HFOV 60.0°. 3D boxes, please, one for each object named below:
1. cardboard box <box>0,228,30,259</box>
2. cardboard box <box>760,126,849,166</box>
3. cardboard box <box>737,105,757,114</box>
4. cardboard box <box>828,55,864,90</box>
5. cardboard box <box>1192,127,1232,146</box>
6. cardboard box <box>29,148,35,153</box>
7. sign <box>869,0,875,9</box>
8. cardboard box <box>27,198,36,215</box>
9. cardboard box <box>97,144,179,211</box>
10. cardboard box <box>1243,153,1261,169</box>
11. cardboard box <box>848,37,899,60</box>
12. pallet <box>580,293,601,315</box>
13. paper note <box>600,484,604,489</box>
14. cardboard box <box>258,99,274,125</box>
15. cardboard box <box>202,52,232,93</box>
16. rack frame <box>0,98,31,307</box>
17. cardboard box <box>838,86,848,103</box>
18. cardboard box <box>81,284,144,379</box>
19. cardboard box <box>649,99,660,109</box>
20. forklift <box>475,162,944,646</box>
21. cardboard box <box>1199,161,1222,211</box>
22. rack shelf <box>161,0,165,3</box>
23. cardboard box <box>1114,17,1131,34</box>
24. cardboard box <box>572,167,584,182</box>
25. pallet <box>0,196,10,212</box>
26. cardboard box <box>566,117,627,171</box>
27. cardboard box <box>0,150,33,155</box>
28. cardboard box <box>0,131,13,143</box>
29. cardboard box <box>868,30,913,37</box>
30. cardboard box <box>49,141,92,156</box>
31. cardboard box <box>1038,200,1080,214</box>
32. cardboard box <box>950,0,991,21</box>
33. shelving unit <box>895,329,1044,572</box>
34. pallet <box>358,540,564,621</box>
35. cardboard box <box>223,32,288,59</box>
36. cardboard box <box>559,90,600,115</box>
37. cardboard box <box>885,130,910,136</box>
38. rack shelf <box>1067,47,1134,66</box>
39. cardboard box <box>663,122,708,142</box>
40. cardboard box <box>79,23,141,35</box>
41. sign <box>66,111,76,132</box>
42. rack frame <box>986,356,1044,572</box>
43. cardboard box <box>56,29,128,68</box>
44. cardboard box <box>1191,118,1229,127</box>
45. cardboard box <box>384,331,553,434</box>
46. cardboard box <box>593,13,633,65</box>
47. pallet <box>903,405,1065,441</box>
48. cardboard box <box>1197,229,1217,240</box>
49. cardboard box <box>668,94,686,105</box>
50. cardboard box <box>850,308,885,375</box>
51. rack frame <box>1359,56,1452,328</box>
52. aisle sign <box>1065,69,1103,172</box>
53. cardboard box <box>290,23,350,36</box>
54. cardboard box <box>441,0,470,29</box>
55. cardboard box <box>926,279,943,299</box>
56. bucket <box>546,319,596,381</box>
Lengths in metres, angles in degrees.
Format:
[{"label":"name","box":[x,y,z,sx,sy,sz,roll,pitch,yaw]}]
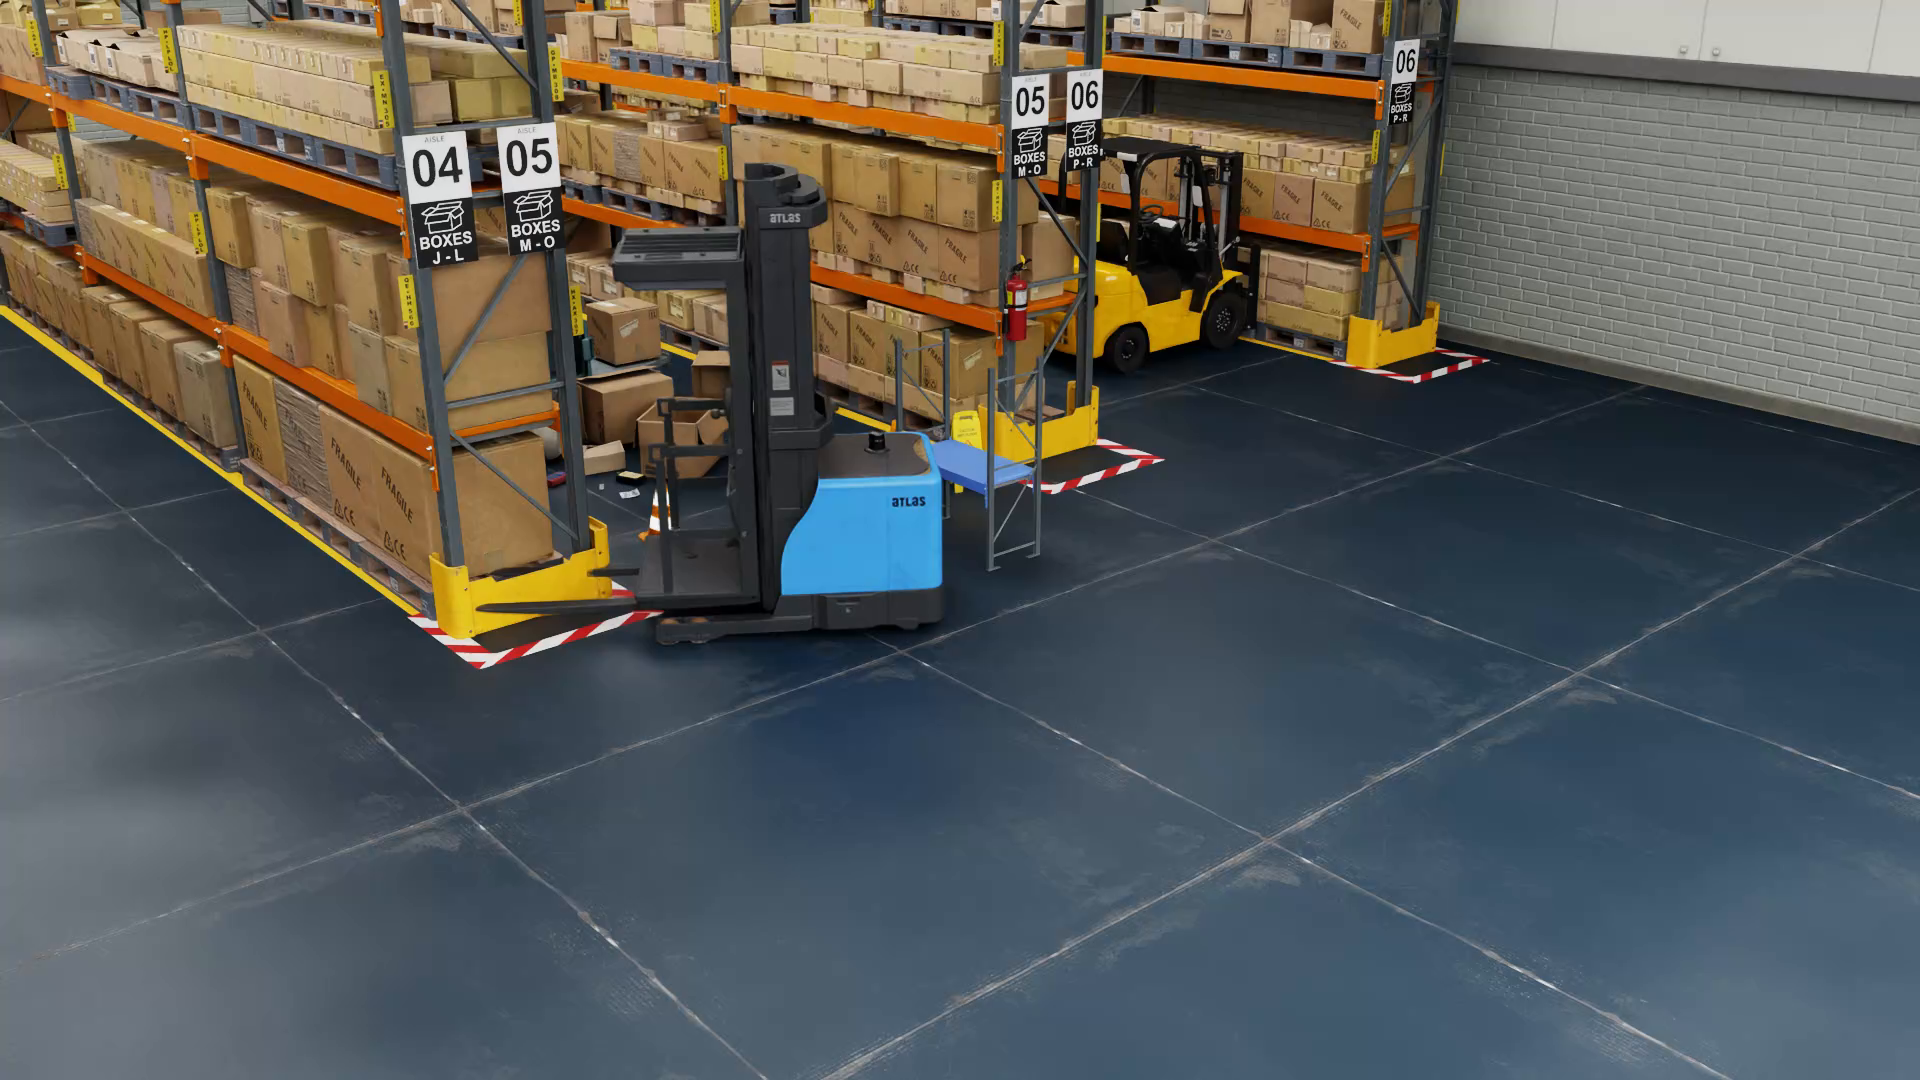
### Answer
[{"label":"cardboard box","box":[-10.503,-3.362,18.778,0.500,0.250,0.500,-19,28,-40]},{"label":"cardboard box","box":[-1.439,-3.575,15.583,0.700,0.500,0.500,-17,27,-37]},{"label":"cardboard box","box":[-2.859,-6.549,24.379,0.700,0.500,0.500,-17,27,-37]},{"label":"cardboard box","box":[-0.807,-4.102,14.529,0.500,0.250,0.500,-17,27,-37]},{"label":"cardboard box","box":[2.763,-4.418,18.217,0.380,0.149,0.250,-18,27,-38]},{"label":"cardboard box","box":[-10.376,-4.402,18.972,0.380,0.149,0.250,-16,27,-36]},{"label":"sign","box":[-1.144,-7.041,21.525,0.100,0.325,0.005,-17,27,-37]},{"label":"cardboard box","box":[-9.173,-3.388,16.791,0.380,0.149,0.250,-17,27,-37]},{"label":"cardboard box","box":[-7.557,-3.389,15.516,0.700,0.500,0.500,-18,28,-38]},{"label":"cardboard box","box":[3.195,-4.048,17.680,0.380,0.149,0.250,-17,27,-37]},{"label":"cardboard box","box":[-0.739,-4.229,14.306,0.380,0.149,0.250,-17,27,-36]},{"label":"pallet","box":[-3.981,-2.835,19.432,1.003,0.211,1.213,-17,27,-37]},{"label":"paper note","box":[-2.927,-0.435,13.581,0.032,0.001,0.123,-4,22,-10]},{"label":"cardboard box","box":[-4.590,-2.958,11.442,0.380,0.149,0.250,-17,27,-37]},{"label":"cardboard box","box":[-5.125,-3.405,12.035,0.500,0.250,0.500,-18,28,-38]},{"label":"rack frame","box":[-10.785,-4.248,19.217,1.000,3.000,0.127,-17,27,-37]},{"label":"cardboard box","box":[-0.854,-3.952,14.694,0.380,0.149,0.250,-17,27,-37]},{"label":"cardboard box","box":[-7.845,-2.101,16.245,1.050,0.750,0.750,-18,28,-38]},{"label":"cardboard box","box":[-4.736,-6.979,26.533,0.380,0.149,0.250,-18,27,-38]},{"label":"forklift","box":[-1.658,-0.887,10.729,3.031,2.935,1.130,-2,22,-6]},{"label":"cardboard box","box":[2.967,-3.865,18.102,0.500,0.500,0.500,-17,27,-37]},{"label":"rack shelf","box":[-6.869,-4.863,14.095,1.077,0.370,4.000,-17,27,-37]},{"label":"cardboard box","box":[1.942,-5.752,18.576,0.380,0.149,0.250,-17,27,-36]},{"label":"cardboard box","box":[-4.116,-4.121,18.662,0.380,0.149,0.250,-20,29,-41]},{"label":"pallet","box":[-10.396,-3.913,18.625,1.003,0.211,1.213,-17,27,-37]},{"label":"cardboard box","box":[-4.026,-4.408,18.505,0.500,0.500,0.500,-16,26,-35]},{"label":"cardboard box","box":[-10.032,-4.028,17.609,0.380,0.149,0.250,-16,27,-36]},{"label":"cardboard box","box":[-11.315,-4.500,19.314,0.500,0.500,0.500,-17,27,-37]},{"label":"cardboard box","box":[-0.609,-4.517,15.042,0.380,0.149,0.250,-17,27,-37]},{"label":"cardboard box","box":[-9.703,-4.252,18.180,0.380,0.149,0.250,-19,28,-39]},{"label":"cardboard box","box":[1.029,-3.874,20.943,0.875,0.625,0.625,-18,28,-38]},{"label":"cardboard box","box":[0.221,-6.678,20.458,0.500,0.500,0.500,-17,27,-36]},{"label":"shelving unit","box":[0.056,-0.675,12.150,0.538,1.500,1.048,-17,27,-37]},{"label":"pallet","box":[-3.533,0.163,11.778,1.003,0.211,1.213,-17,27,-37]},{"label":"cardboard box","box":[-4.916,-3.468,11.651,0.380,0.149,0.250,-17,27,-37]},{"label":"cardboard box","box":[-4.627,-5.056,19.772,0.500,0.500,0.500,-19,28,-39]},{"label":"cardboard box","box":[-0.646,-5.508,21.955,0.500,0.250,0.500,-17,27,-37]},{"label":"rack shelf","box":[0.573,-6.041,20.669,1.077,0.370,4.000,-17,27,-37]},{"label":"cardboard box","box":[-2.811,-4.188,17.053,0.380,0.149,0.250,-18,28,-39]},{"label":"cardboard box","box":[-8.345,-4.807,16.395,0.500,0.500,0.500,-17,27,-37]},{"label":"sign","box":[-10.367,-4.920,19.346,0.100,0.325,0.005,-17,27,-37]},{"label":"rack frame","box":[0.388,-0.534,11.792,0.500,1.500,0.032,-17,27,-37]},{"label":"cardboard box","box":[-7.868,-4.488,15.126,0.500,0.311,0.500,-17,27,-37]},{"label":"cardboard box","box":[2.842,-4.694,18.922,0.380,0.149,0.250,-18,28,-38]},{"label":"cardboard box","box":[-3.229,-1.094,10.959,0.875,0.550,0.550,-17,27,-37]},{"label":"cardboard box","box":[-3.473,-5.380,17.851,0.797,0.503,0.637,-17,27,-37]},{"label":"pallet","box":[0.179,-1.095,14.989,1.003,0.211,1.213,-17,27,-37]},{"label":"cardboard box","box":[2.617,-3.321,18.673,0.500,0.250,0.500,-16,27,-36]},{"label":"cardboard box","box":[-4.199,-6.923,25.845,0.500,0.250,0.500,-17,27,-37]},{"label":"cardboard box","box":[-0.656,-1.847,15.254,0.500,0.500,0.500,-18,28,-39]},{"label":"rack frame","box":[4.490,-3.322,16.852,1.000,3.000,0.127,-17,27,-37]},{"label":"aisle sign","box":[1.007,-3.406,13.503,0.394,0.787,0.004,-17,27,-37]},{"label":"cardboard box","box":[-4.754,-3.767,12.413,0.380,0.149,0.250,-17,27,-38]},{"label":"cardboard box","box":[-5.860,-6.406,19.901,0.500,0.500,0.500,-17,27,-37]},{"label":"cardboard box","box":[-0.075,-2.194,14.317,0.380,0.149,0.250,-18,28,-38]},{"label":"bucket","box":[-3.728,-1.733,15.199,0.726,0.611,0.620,-8,13,-19]}]
